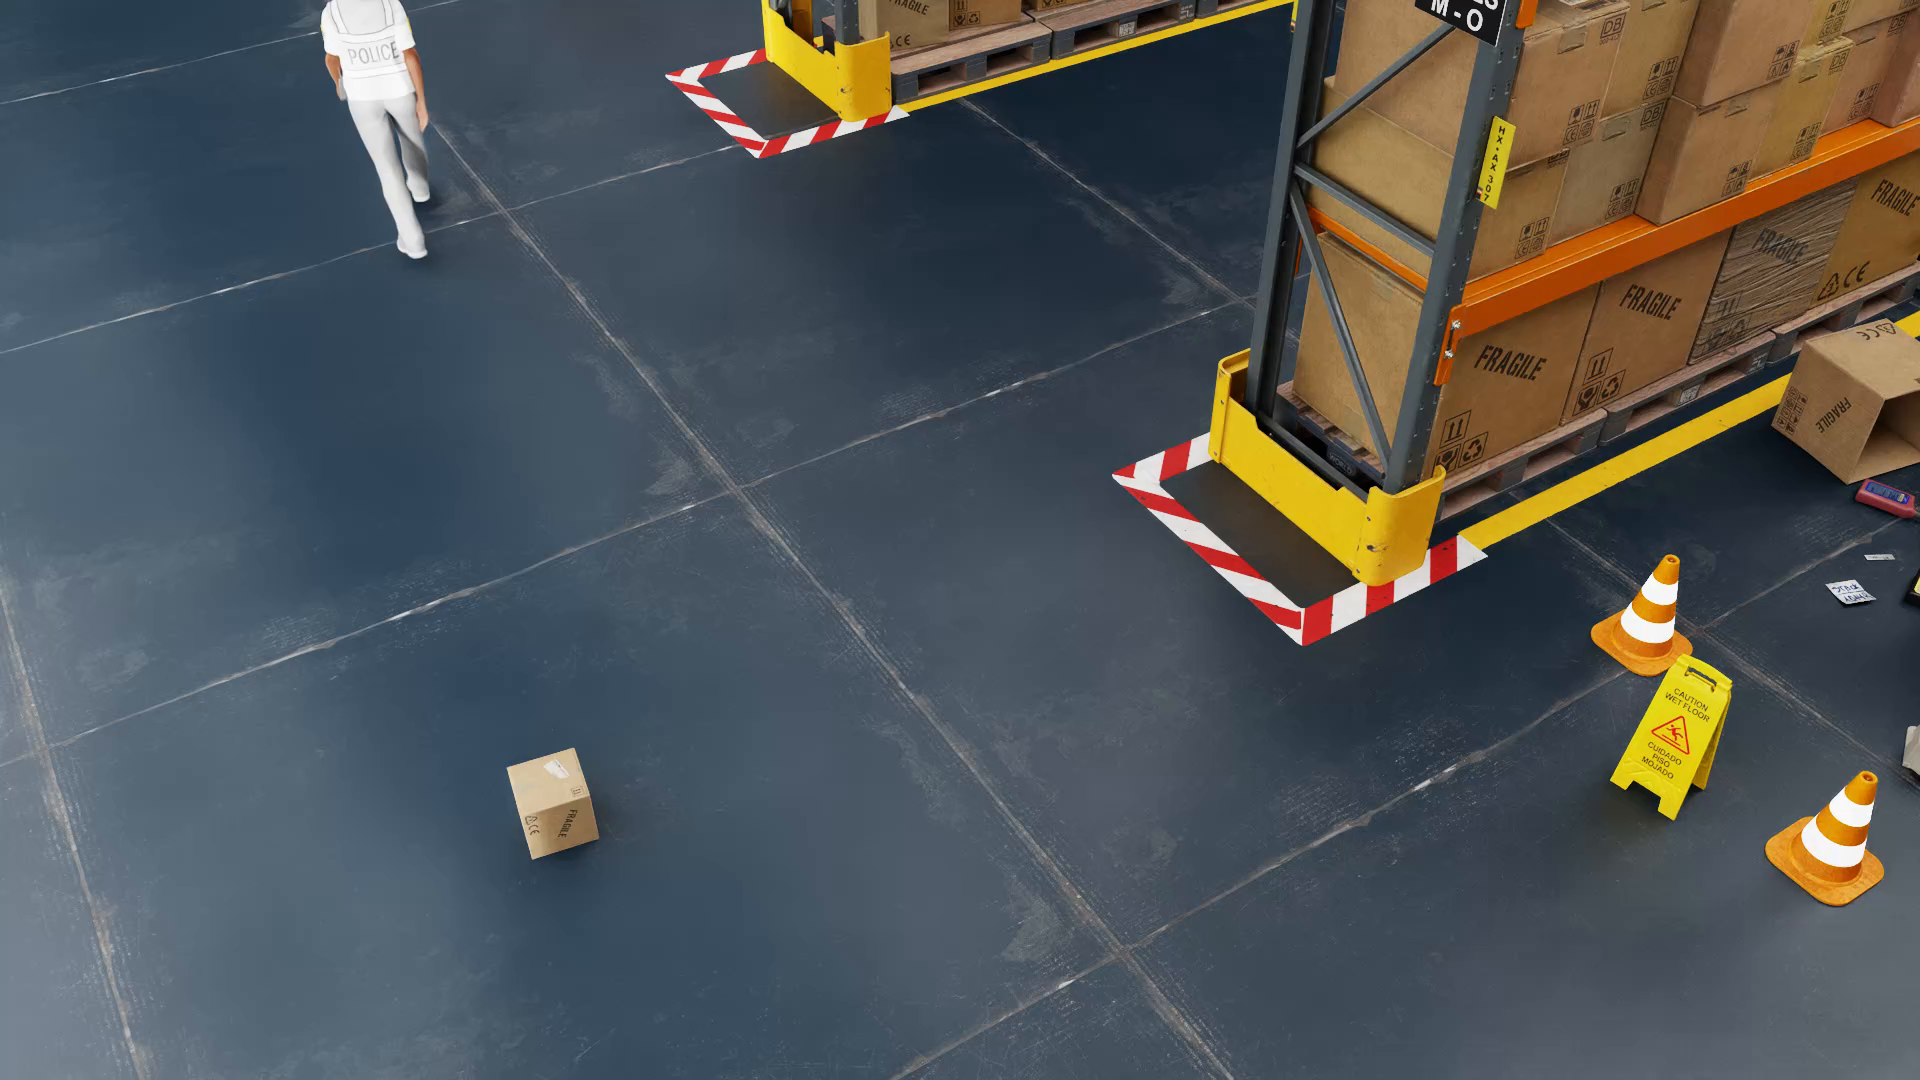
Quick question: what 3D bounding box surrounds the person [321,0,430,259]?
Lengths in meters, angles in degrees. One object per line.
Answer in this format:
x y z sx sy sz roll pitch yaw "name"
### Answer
-3.117 -2.425 8.903 0.455 1.633 0.945 -18 44 -20 "person"
